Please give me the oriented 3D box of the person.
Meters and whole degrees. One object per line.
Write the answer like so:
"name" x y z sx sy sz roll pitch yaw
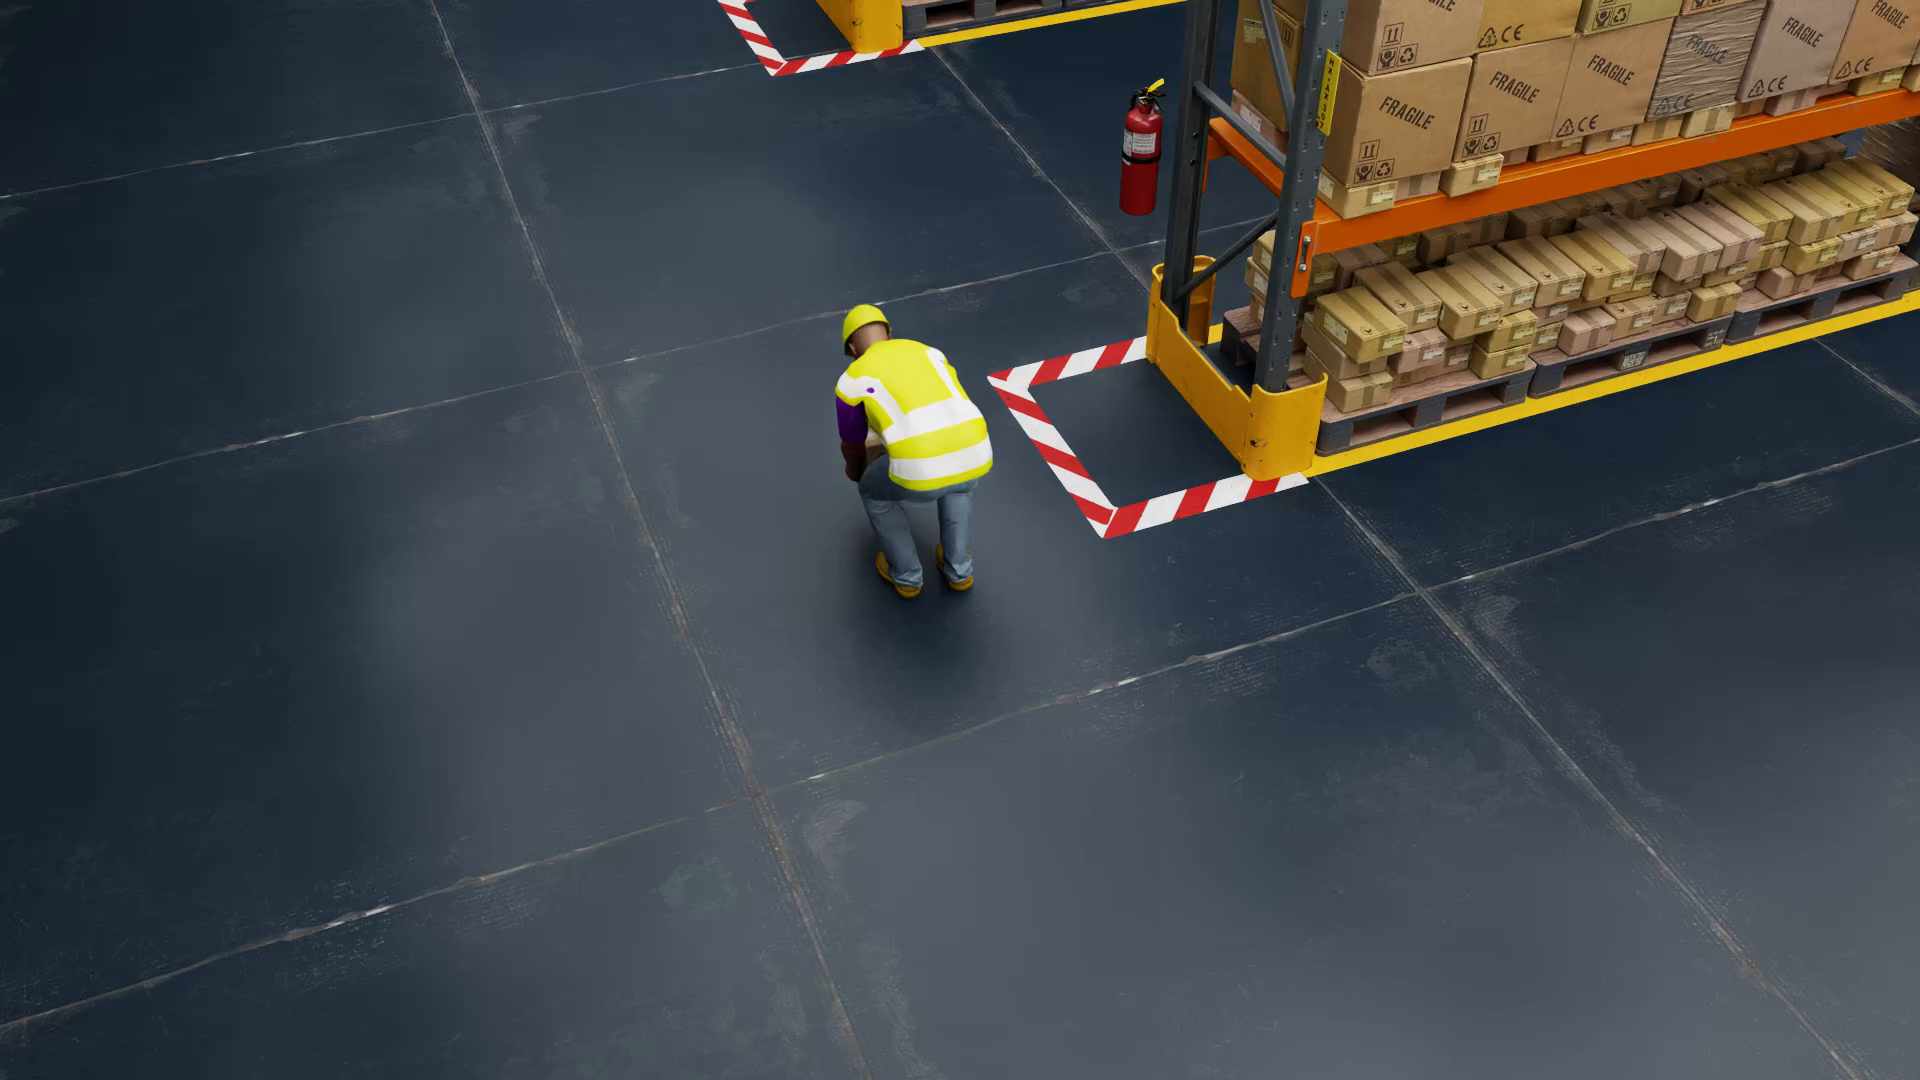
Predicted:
"person" -0.228 -0.324 7.042 0.515 1.056 0.925 -17 44 -19
